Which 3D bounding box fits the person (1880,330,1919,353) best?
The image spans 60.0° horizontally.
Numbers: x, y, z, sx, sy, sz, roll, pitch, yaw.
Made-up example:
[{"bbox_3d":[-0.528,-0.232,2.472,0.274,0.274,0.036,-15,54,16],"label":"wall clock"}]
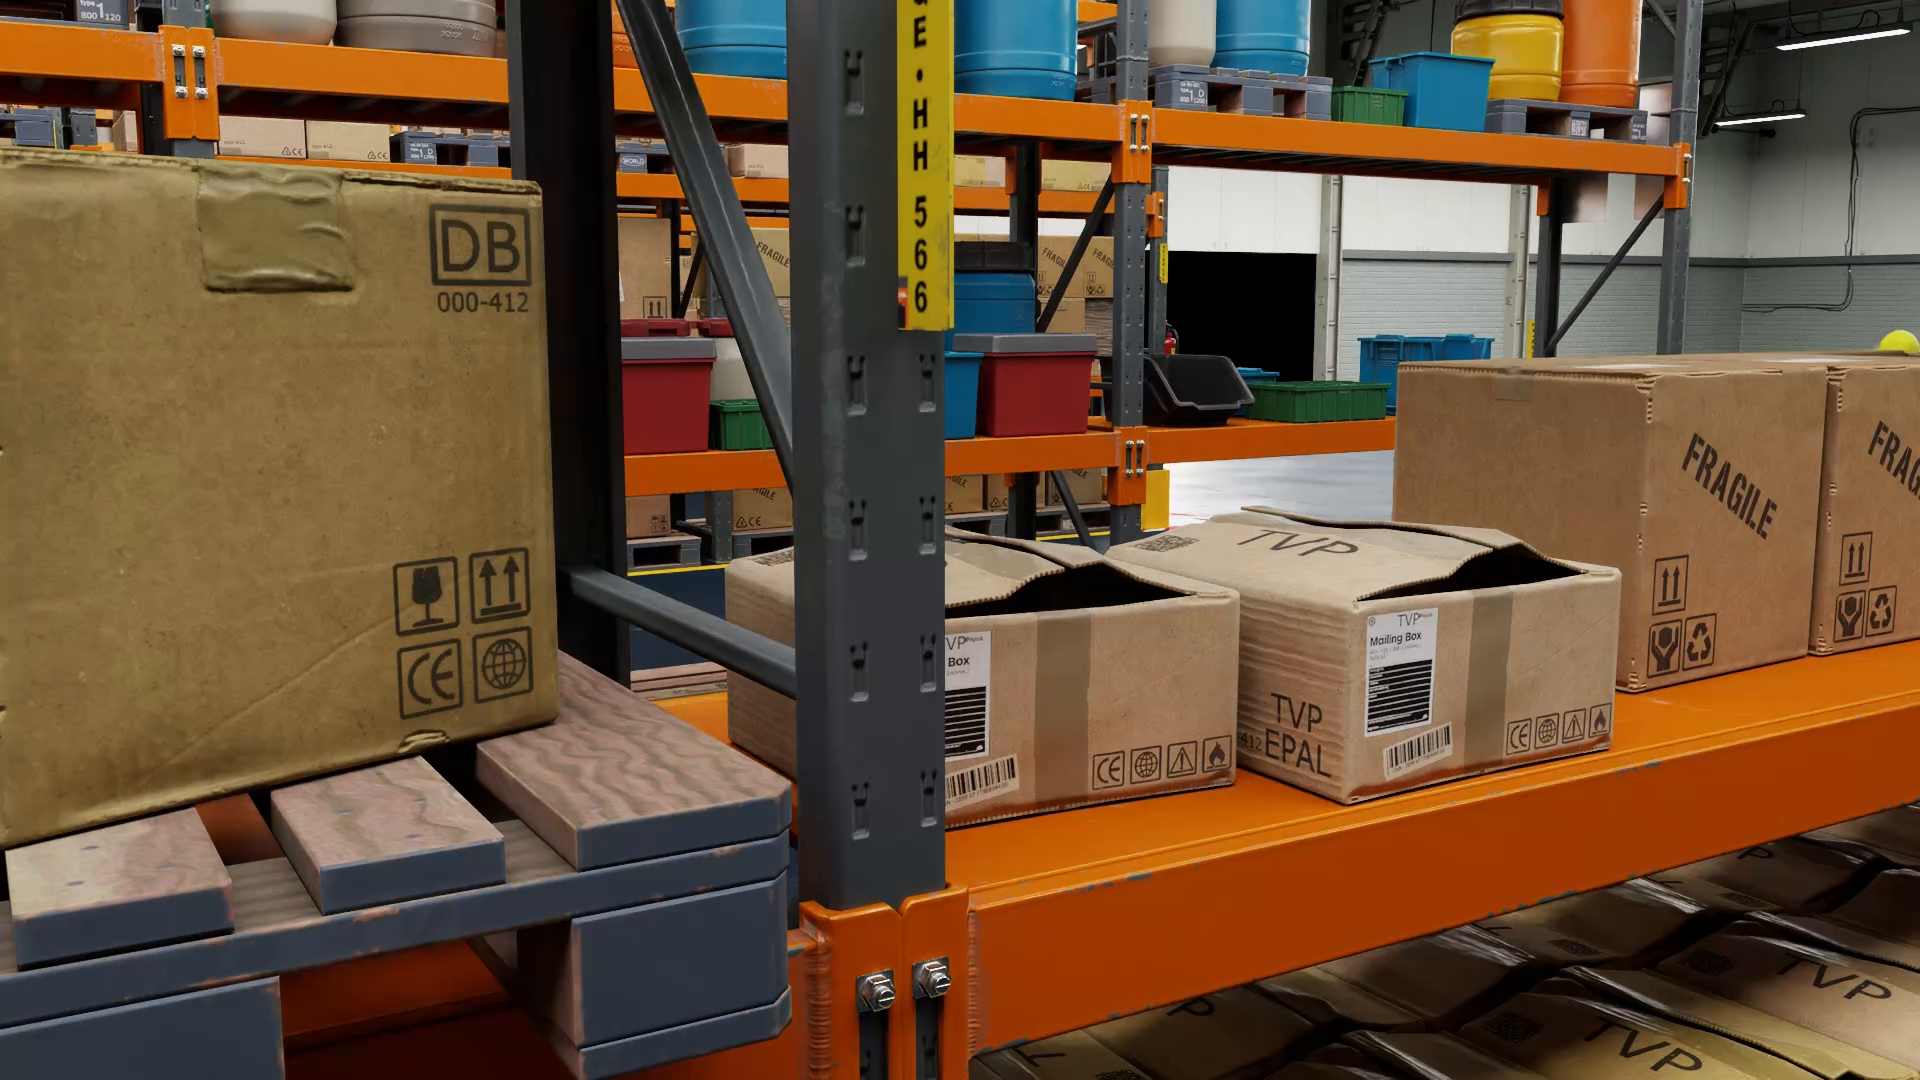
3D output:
[{"bbox_3d":[5.401,-0.334,9.579,0.796,1.736,0.585,-5,9,-30],"label":"person"}]
